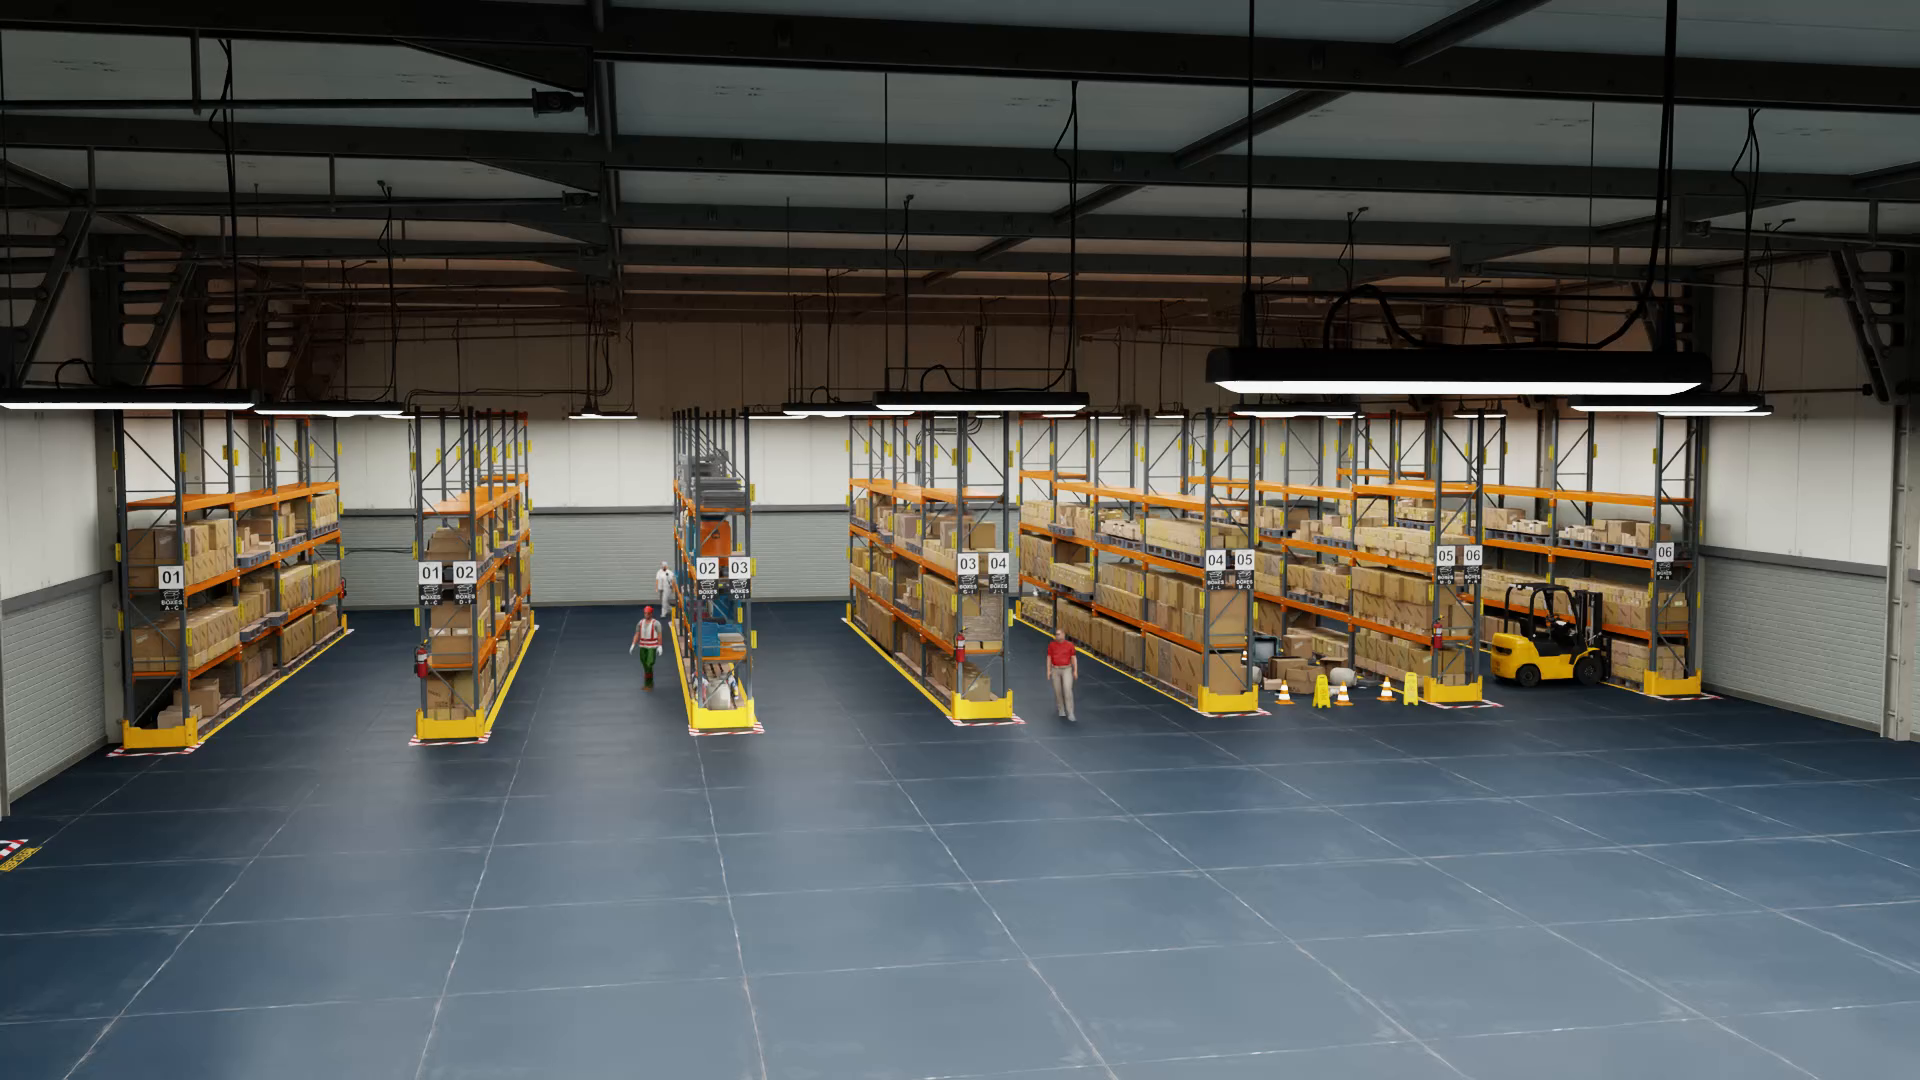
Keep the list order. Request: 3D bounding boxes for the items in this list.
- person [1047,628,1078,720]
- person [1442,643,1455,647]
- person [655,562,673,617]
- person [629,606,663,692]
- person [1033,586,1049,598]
[{"bbox_3d":[1.963,2.584,32.110,0.651,1.722,0.732,1,4,16],"label":"person"},{"bbox_3d":[11.402,2.135,38.419,0.652,1.721,0.775,-2,4,-25],"label":"person"},{"bbox_3d":[-8.652,1.431,48.800,0.482,1.608,1.006,1,4,17],"label":"person"},{"bbox_3d":[-6.680,2.338,35.444,0.635,1.861,0.478,1,4,18],"label":"person"},{"bbox_3d":[2.521,1.117,52.529,1.071,1.746,0.504,-2,5,-27],"label":"person"}]
